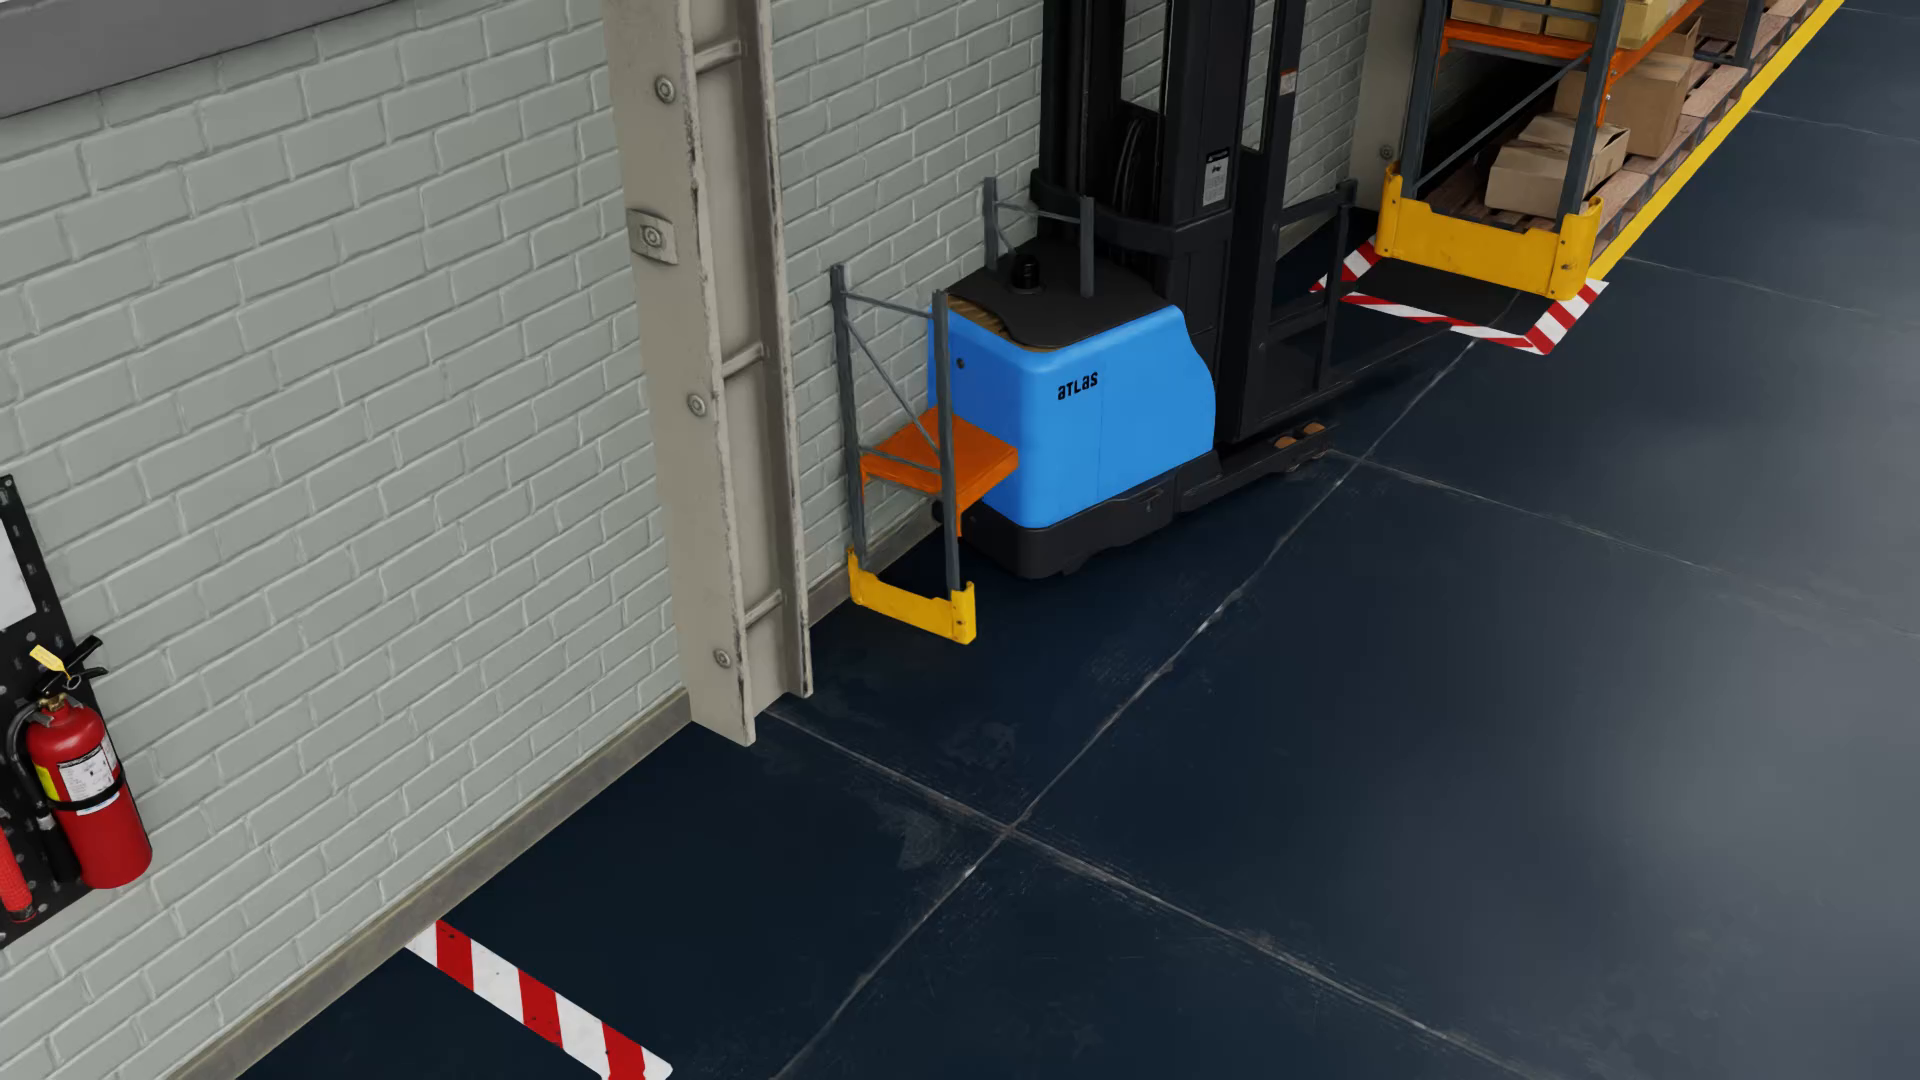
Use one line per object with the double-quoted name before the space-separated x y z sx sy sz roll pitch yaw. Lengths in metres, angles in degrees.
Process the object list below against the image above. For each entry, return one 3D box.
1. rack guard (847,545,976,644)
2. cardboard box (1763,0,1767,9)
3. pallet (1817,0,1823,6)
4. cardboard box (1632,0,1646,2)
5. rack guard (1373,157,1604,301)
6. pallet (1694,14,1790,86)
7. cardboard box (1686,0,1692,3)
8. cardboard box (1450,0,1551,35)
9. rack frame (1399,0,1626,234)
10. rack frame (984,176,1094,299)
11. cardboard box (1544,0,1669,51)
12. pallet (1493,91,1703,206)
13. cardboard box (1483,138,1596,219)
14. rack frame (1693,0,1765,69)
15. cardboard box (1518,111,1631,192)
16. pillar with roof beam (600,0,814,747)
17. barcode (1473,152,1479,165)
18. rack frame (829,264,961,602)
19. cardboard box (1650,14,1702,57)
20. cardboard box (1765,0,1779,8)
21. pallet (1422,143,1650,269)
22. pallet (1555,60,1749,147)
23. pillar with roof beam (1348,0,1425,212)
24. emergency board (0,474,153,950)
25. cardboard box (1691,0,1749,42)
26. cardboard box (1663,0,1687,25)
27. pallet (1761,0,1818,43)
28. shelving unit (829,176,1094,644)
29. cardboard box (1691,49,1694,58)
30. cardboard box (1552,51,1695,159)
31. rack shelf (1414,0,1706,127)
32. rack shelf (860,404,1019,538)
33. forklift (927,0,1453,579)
"rack guard" -0.197 0.213 6.700 0.587 0.250 0.087 19 38 29
"cardboard box" 5.875 -4.368 12.870 0.700 0.500 0.500 20 39 27
"pallet" 7.050 -4.950 14.381 1.003 0.211 1.213 21 39 28
"cardboard box" 3.454 -3.163 8.696 0.500 0.500 0.500 21 39 28
"rack guard" 2.978 -1.782 9.439 1.175 0.500 0.348 21 39 28
"pallet" 5.659 -3.827 12.720 1.003 0.211 1.213 21 39 28
"cardboard box" 4.054 -3.328 9.609 0.500 0.250 0.500 21 39 27
"cardboard box" 3.042 -3.005 9.133 0.500 0.250 0.500 22 40 29
"rack frame" 2.935 -2.782 8.687 1.000 3.000 0.127 21 39 28
"rack frame" 0.341 -0.775 7.044 0.500 1.500 0.032 19 38 29
"cardboard box" 3.474 -2.852 8.905 0.500 0.250 0.500 20 39 27
"pallet" 4.167 -2.584 10.882 1.003 0.211 1.213 21 39 28
"cardboard box" 3.404 -2.140 9.745 0.500 0.311 0.500 17 37 23
"rack frame" 5.216 -4.623 11.409 1.000 3.000 0.127 21 39 28
"cardboard box" 3.729 -2.403 10.133 0.500 0.311 0.500 25 41 32
"pillar with roof beam" 2.739 -1.730 1.775 9.100 9.000 0.400 21 39 28
"barcode" 3.085 -2.280 9.944 0.001 0.075 0.075 21 39 28
"rack frame" -0.232 -0.303 6.350 0.500 1.500 0.032 19 38 29
"cardboard box" 4.657 -3.279 11.260 0.500 0.500 0.500 18 38 25
"cardboard box" 6.199 -4.590 13.198 0.700 0.500 0.500 22 40 29
"pallet" 3.471 -2.025 10.056 1.003 0.211 1.213 21 39 28
"pallet" 4.862 -3.148 11.716 1.003 0.211 1.213 21 39 28
"pillar with roof beam" 6.160 -4.491 5.858 9.100 9.000 0.400 21 39 28
"emergency board" -2.238 0.506 3.825 0.194 1.169 0.643 21 39 28
"cardboard box" 5.622 -4.114 12.494 0.700 0.500 0.500 23 40 30
"cardboard box" 3.759 -3.095 9.265 0.500 0.250 0.500 20 39 27
"pallet" 6.354 -4.391 13.554 1.003 0.211 1.213 21 39 28
"shelving unit" 0.059 -0.543 6.703 0.587 1.500 1.083 19 38 29
"cardboard box" 4.935 -3.376 11.701 0.380 0.166 0.250 16 37 22
"cardboard box" 4.188 -2.803 10.555 0.700 0.500 0.500 19 38 25
"rack shelf" 4.075 -3.405 10.249 1.077 0.370 4.000 21 39 28
"rack shelf" 0.061 -0.388 6.794 0.538 0.185 1.000 19 38 29
"forklift" 1.131 -1.733 7.197 3.031 2.935 1.130 -25 41 -32
